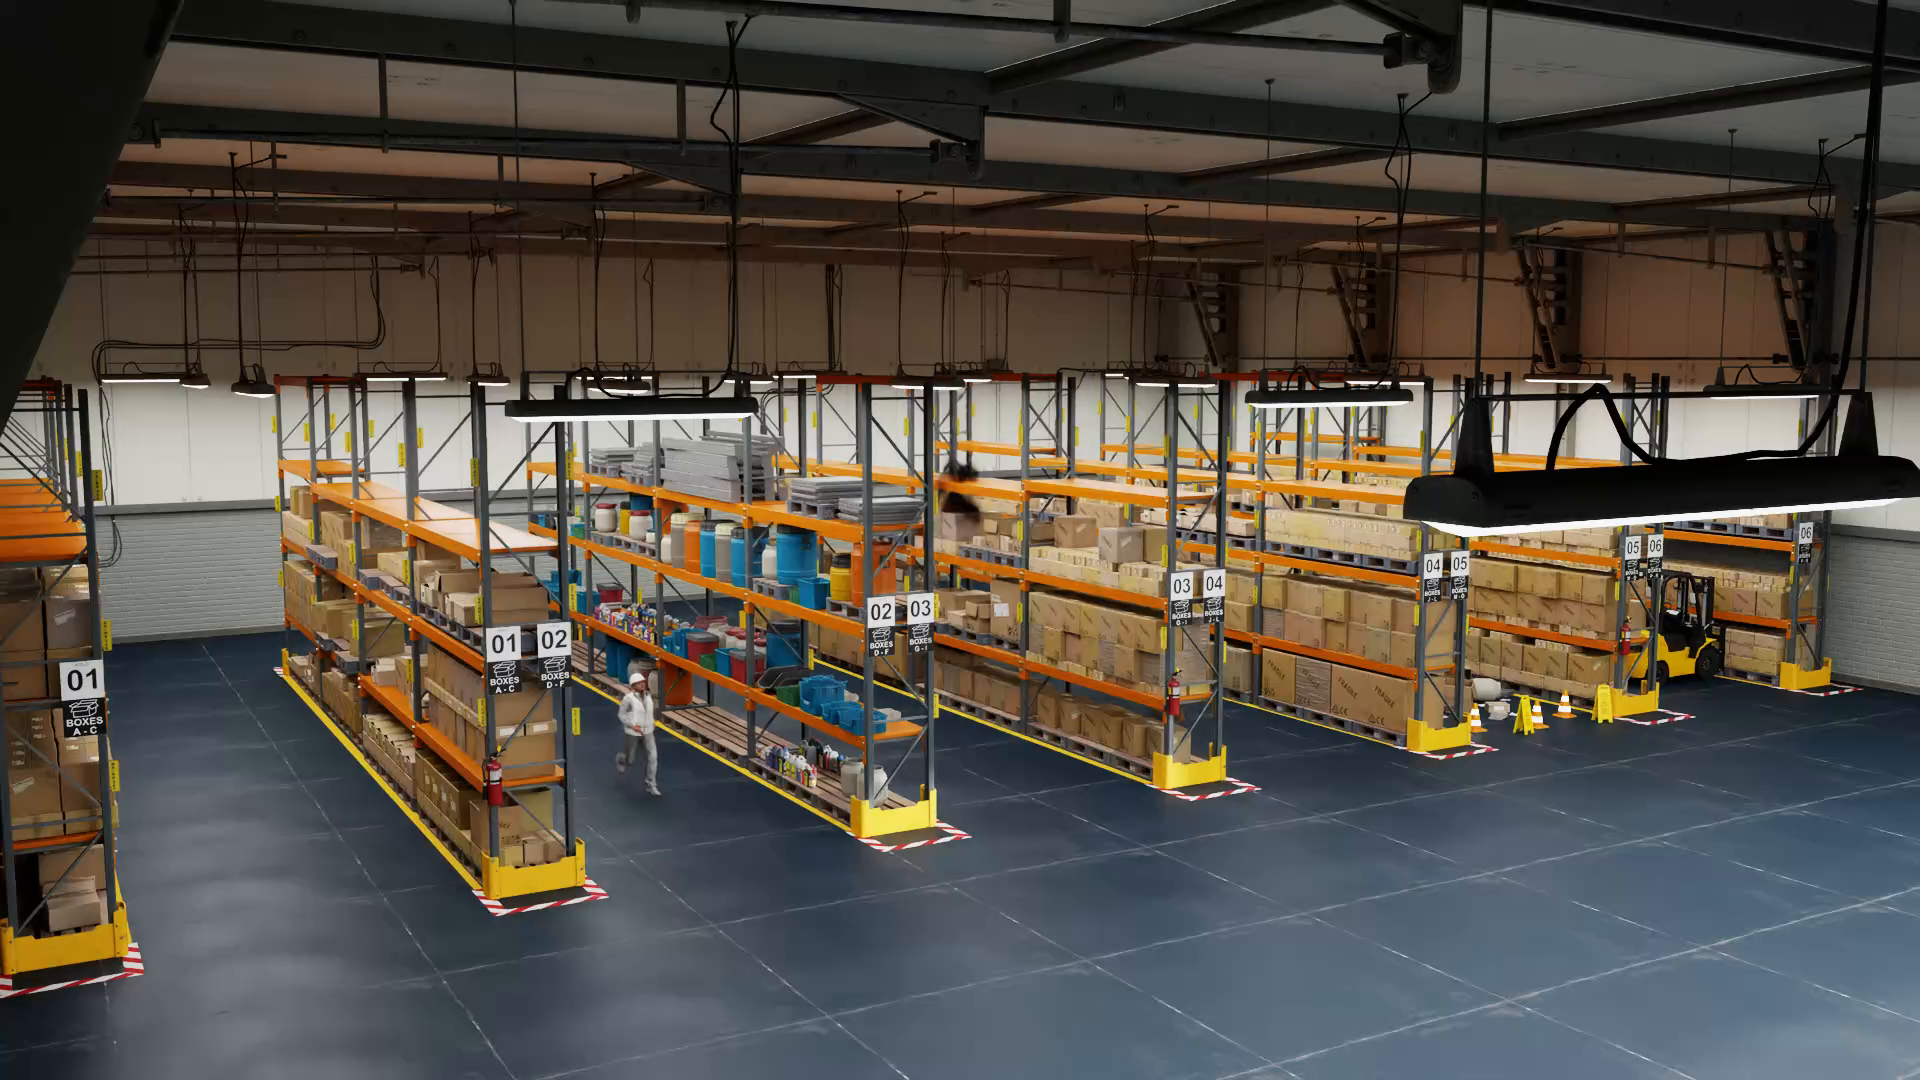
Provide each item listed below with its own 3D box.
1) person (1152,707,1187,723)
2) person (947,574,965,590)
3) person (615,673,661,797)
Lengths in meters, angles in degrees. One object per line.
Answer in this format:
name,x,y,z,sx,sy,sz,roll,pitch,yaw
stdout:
person,3.657,2.278,29.147,0.680,1.867,0.831,-6,9,-44
person,-0.112,0.788,42.656,0.680,1.761,0.881,5,8,37
person,-4.725,2.822,24.365,0.637,1.764,1.053,-5,8,-38
